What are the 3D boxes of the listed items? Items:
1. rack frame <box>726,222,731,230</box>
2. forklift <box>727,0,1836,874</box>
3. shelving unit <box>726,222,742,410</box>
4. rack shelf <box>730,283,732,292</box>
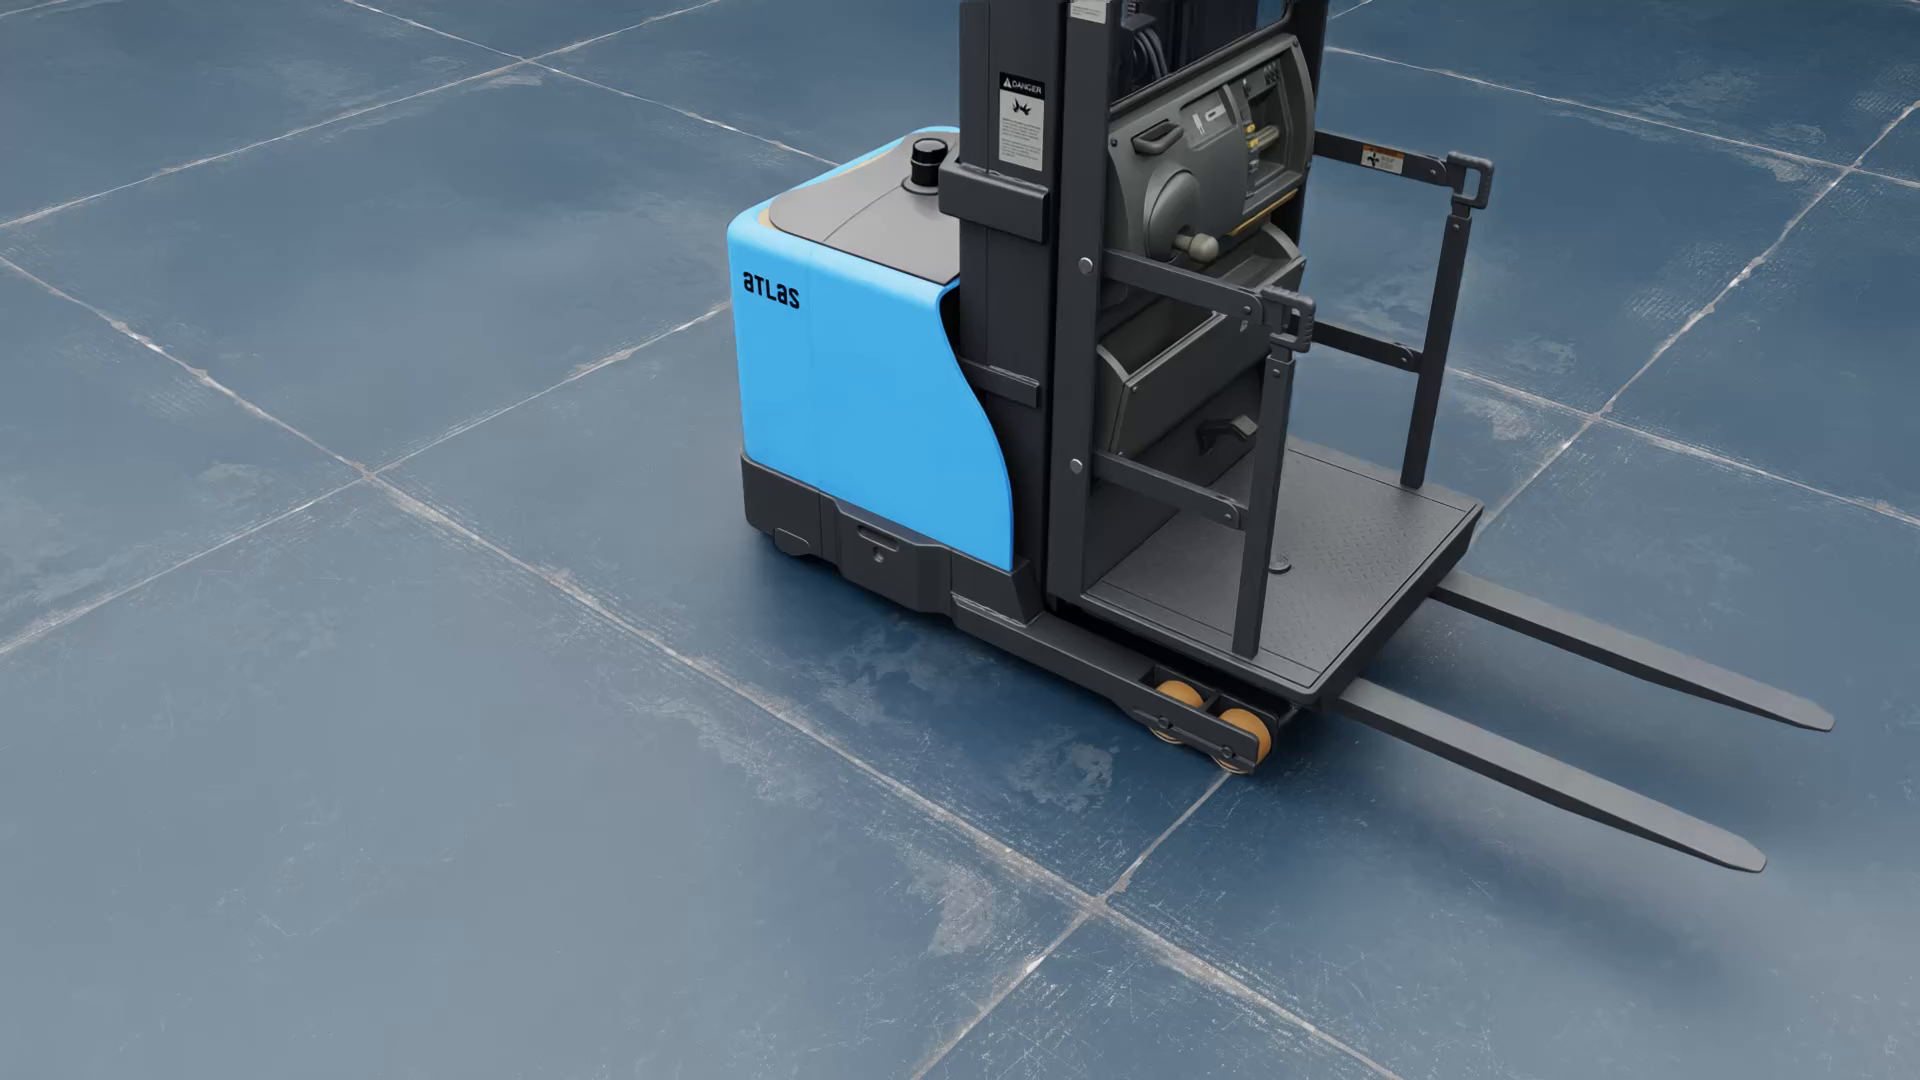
[{"bbox_3d":[-0.637,-0.642,5.389,0.006,0.900,0.240,23,41,30],"label":"rack frame"},{"bbox_3d":[0.806,-0.940,4.029,3.031,2.935,1.130,23,41,30],"label":"forklift"},{"bbox_3d":[-0.556,-0.607,5.339,0.210,0.900,0.258,23,41,30],"label":"shelving unit"},{"bbox_3d":[-0.556,-0.802,5.205,0.200,0.077,0.258,23,41,30],"label":"rack shelf"}]
